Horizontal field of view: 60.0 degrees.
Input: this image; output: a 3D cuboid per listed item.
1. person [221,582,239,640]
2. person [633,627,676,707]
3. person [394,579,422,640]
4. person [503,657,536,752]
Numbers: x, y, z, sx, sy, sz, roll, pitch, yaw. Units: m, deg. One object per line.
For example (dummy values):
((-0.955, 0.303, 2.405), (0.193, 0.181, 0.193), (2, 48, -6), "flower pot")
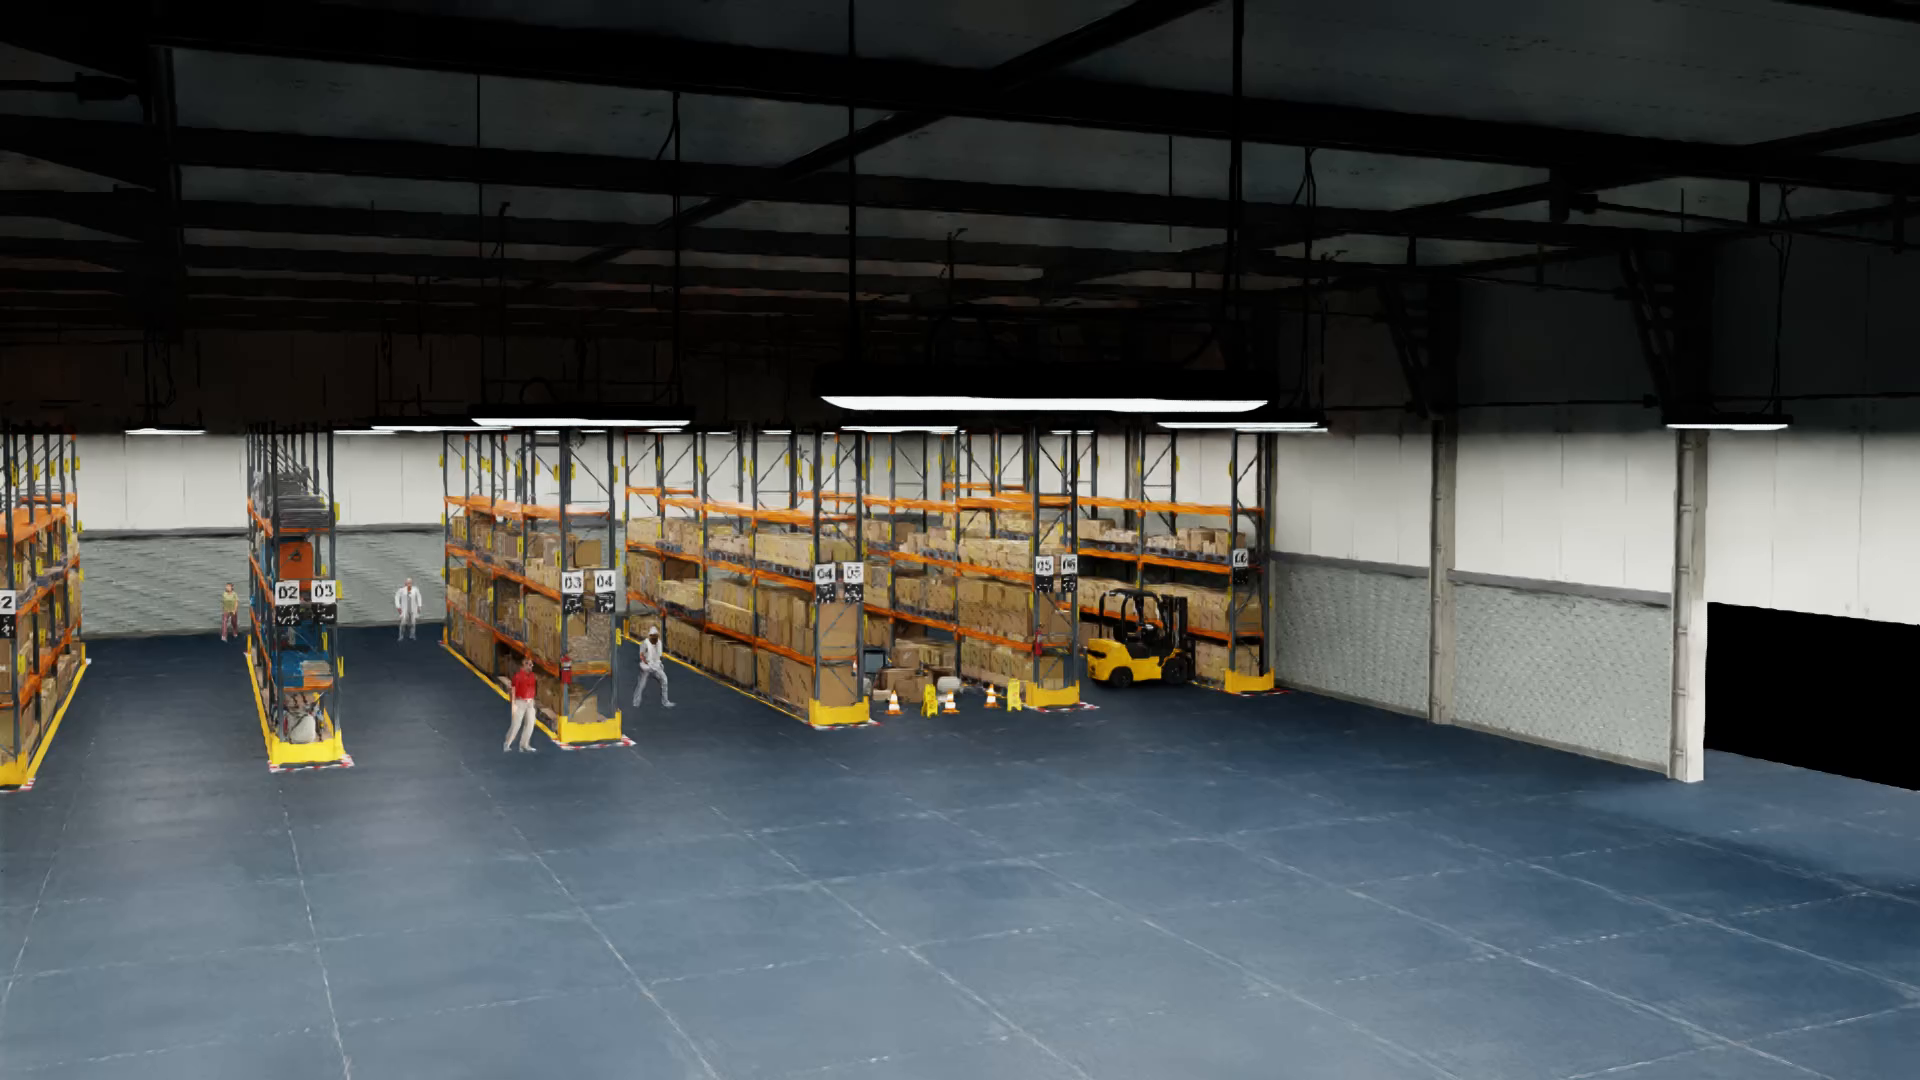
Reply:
((-20.504, 1.986, 46.728), (0.447, 1.603, 1.019), (-1, 4, -15), "person")
((-6.492, 2.666, 34.985), (0.704, 1.711, 0.835), (-3, 5, -42), "person")
((-15.486, 1.946, 46.679), (0.729, 1.733, 0.546), (-2, 4, -25), "person")
((-8.001, 2.981, 30.203), (0.577, 1.712, 0.592), (2, 4, 30), "person")
